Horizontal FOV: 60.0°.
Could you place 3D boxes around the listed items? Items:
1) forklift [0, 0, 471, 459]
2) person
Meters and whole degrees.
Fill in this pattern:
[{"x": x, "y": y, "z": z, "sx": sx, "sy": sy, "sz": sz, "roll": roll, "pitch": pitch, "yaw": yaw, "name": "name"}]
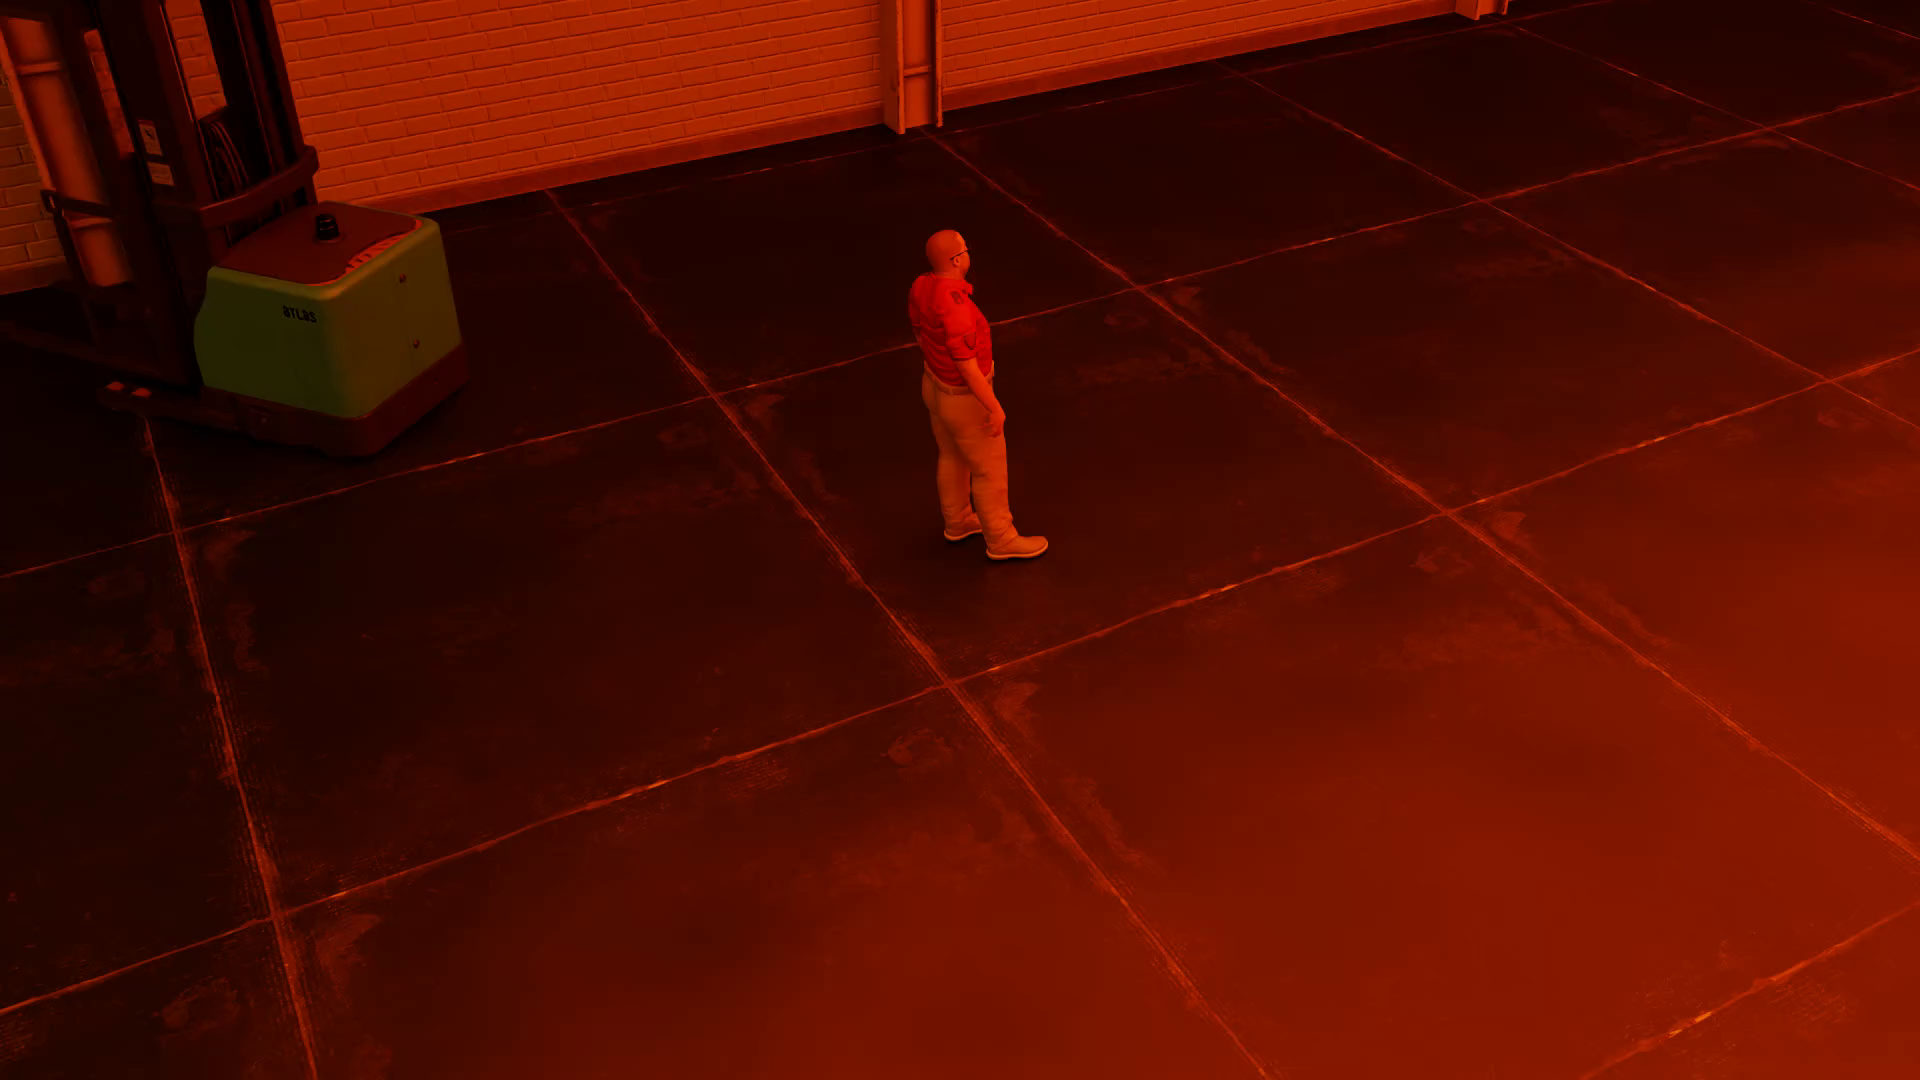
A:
[{"x": -4.484, "y": -2.179, "z": 9.206, "sx": 3.031, "sy": 2.935, "sz": 1.130, "roll": 13, "pitch": 37, "yaw": 17, "name": "forklift"}, {"x": 0.085, "y": -0.731, "z": 8.185, "sx": 0.550, "sy": 1.727, "sz": 0.641, "roll": -17, "pitch": 39, "yaw": -23, "name": "person"}]
